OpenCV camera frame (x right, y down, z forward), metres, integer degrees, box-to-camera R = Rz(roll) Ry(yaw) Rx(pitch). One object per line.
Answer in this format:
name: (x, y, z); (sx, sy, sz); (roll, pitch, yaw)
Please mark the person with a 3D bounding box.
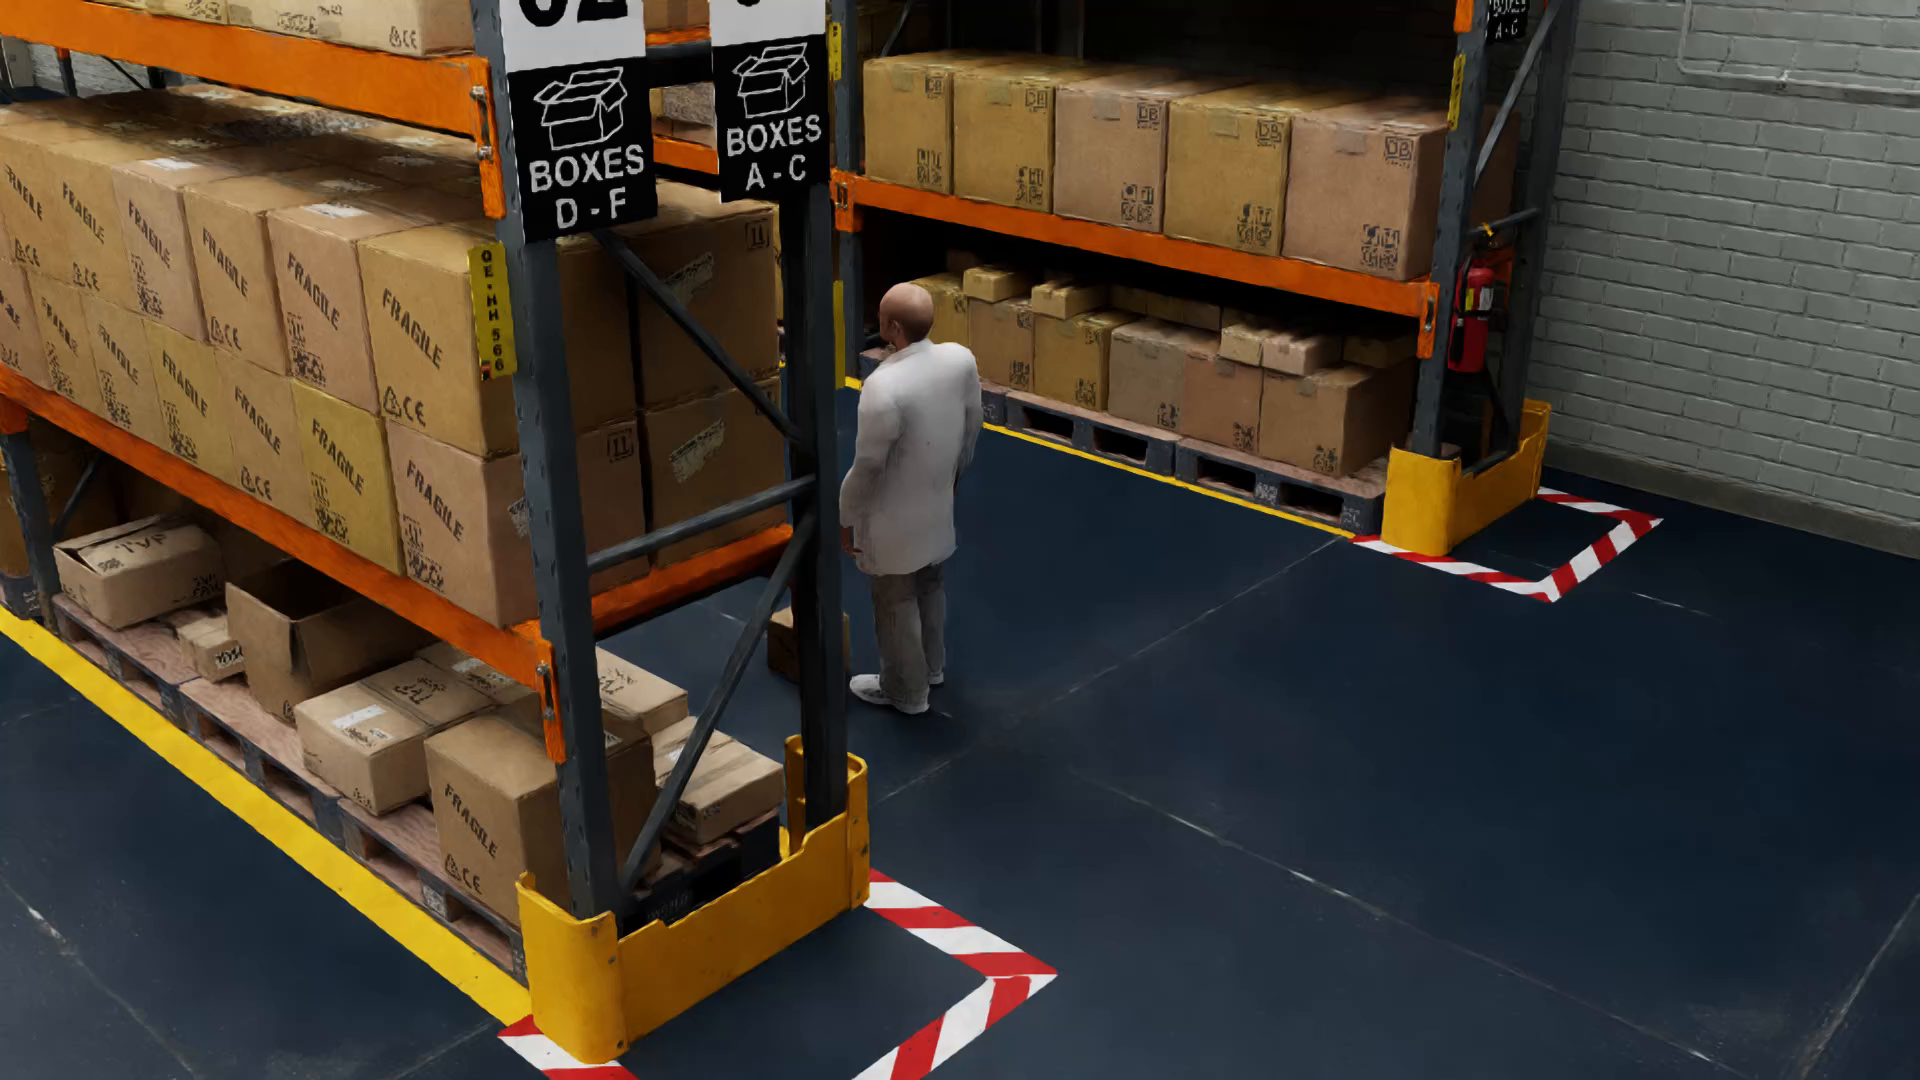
person: (-0.277, -0.166, 6.476); (0.582, 1.775, 0.694); (21, 31, 39)
